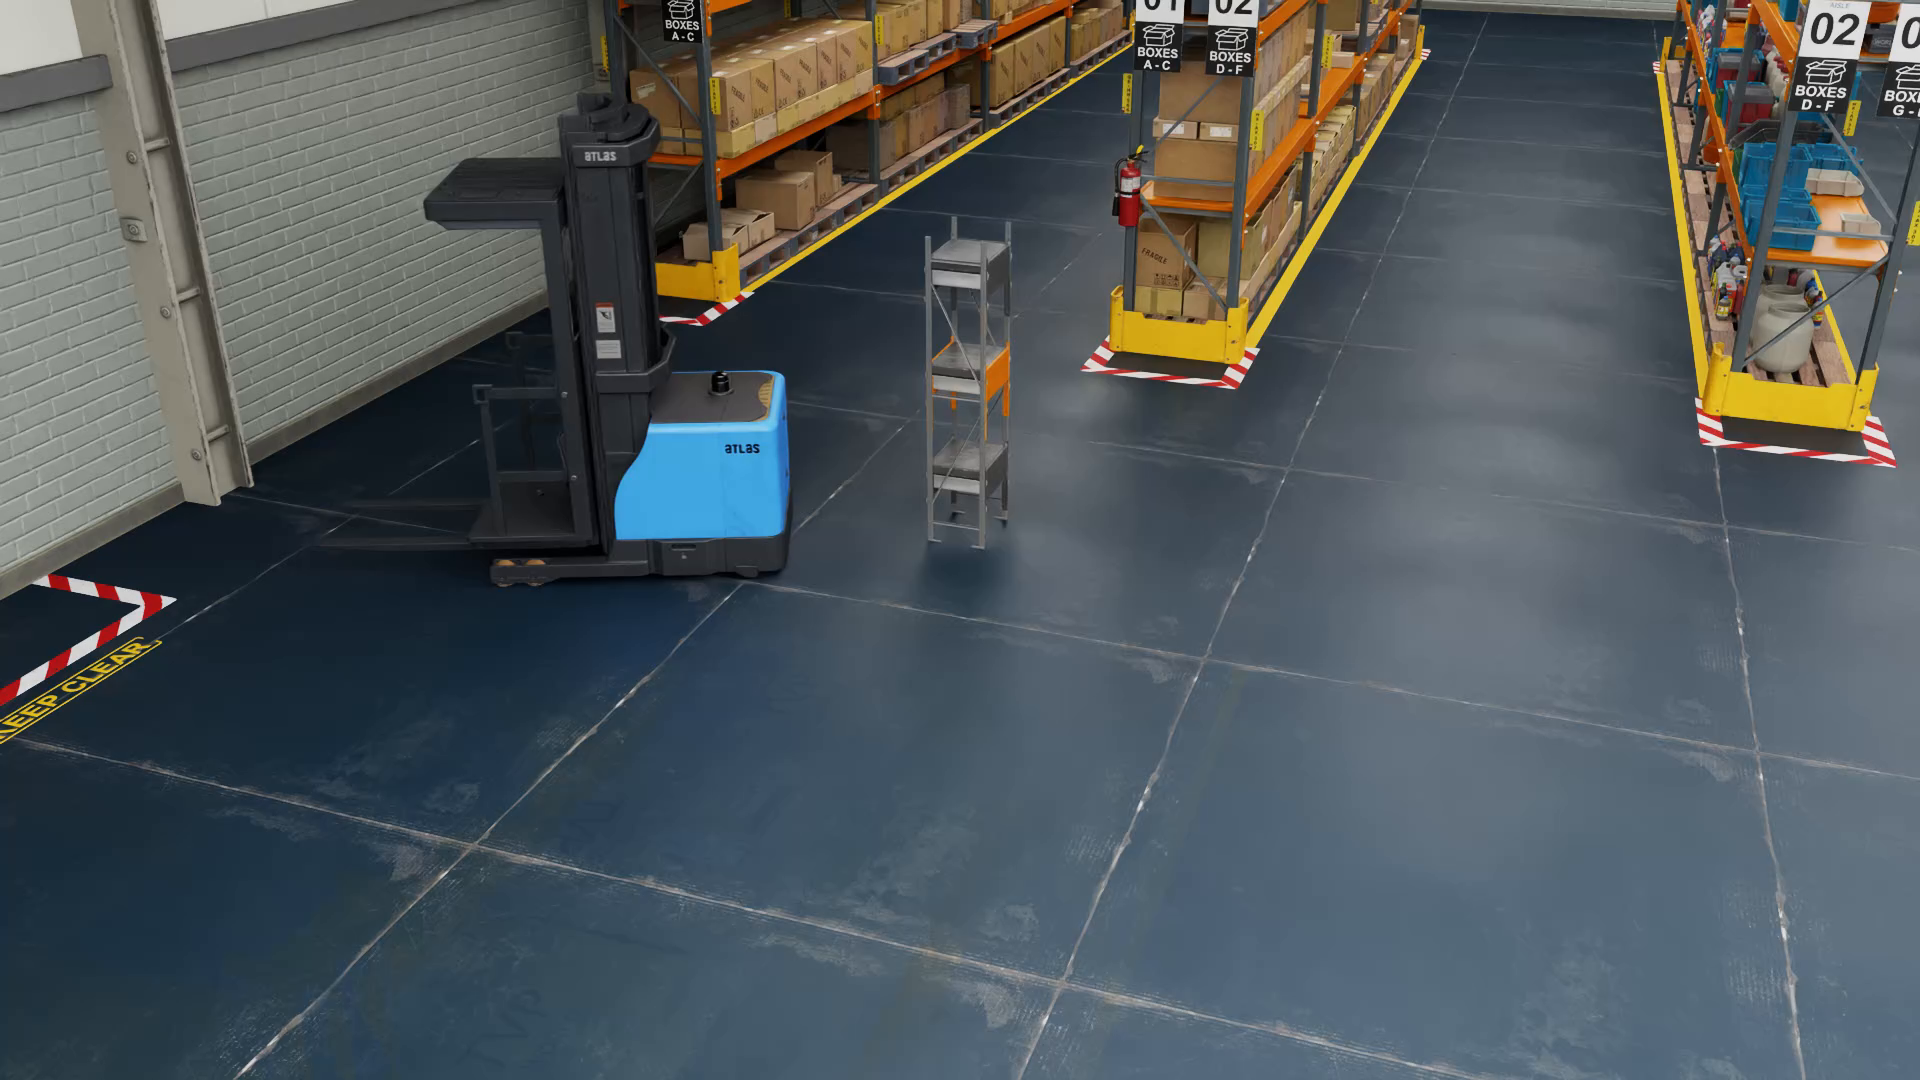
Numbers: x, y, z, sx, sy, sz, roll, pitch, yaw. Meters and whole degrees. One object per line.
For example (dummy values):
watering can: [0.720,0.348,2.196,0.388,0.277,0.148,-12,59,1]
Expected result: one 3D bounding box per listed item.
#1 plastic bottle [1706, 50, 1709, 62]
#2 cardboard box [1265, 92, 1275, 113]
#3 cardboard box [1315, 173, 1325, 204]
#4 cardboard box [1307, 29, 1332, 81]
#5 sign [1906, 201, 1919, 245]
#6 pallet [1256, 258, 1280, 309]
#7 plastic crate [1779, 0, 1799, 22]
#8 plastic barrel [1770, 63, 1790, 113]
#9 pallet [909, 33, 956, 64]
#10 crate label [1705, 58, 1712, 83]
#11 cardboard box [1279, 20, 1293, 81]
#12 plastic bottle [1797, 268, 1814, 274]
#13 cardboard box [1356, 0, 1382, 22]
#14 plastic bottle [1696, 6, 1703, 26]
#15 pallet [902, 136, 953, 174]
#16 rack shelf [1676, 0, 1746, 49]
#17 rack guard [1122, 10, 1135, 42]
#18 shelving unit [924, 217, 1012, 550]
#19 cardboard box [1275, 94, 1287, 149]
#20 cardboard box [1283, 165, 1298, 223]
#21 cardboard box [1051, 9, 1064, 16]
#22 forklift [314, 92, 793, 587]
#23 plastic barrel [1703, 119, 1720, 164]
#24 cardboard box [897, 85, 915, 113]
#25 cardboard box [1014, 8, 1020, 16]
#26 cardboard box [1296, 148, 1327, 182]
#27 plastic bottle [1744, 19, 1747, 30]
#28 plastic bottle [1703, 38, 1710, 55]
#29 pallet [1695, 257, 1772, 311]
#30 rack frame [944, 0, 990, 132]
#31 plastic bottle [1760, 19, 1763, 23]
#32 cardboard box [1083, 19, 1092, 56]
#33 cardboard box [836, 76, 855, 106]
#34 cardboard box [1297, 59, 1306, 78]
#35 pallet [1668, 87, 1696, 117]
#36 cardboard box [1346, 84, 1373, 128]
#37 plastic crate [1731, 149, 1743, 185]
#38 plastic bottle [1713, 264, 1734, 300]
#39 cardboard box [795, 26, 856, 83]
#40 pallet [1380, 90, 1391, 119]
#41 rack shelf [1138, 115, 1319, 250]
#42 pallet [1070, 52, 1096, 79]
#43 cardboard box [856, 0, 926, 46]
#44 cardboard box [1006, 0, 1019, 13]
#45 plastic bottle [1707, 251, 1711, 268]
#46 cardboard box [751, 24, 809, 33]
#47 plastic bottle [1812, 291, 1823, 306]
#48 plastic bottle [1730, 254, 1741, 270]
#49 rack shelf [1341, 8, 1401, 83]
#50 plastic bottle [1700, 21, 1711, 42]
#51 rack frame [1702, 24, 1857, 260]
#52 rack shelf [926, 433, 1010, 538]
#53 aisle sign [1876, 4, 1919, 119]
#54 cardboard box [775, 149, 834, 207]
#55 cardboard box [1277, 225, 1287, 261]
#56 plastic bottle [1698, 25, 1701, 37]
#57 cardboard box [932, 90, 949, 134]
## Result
plastic bottle: [9.117,-5.874,20.169,0.097,0.201,0.097,0,26,0]
cardboard box: [2.680,-4.025,15.262,0.380,0.149,0.250,8,27,17]
cardboard box: [3.790,-3.963,18.667,0.500,0.250,0.500,9,27,19]
cardboard box: [4.039,-5.669,19.402,0.500,0.500,0.500,7,27,15]
sign: [7.107,-2.352,12.347,0.100,0.325,0.005,9,27,17]
pallet: [2.543,-2.593,16.364,1.003,0.211,1.213,9,27,17]
plastic crate: [6.940,-4.479,13.634,0.392,0.384,0.575,9,27,17]
plastic barrel: [8.690,-4.676,17.310,0.433,0.535,0.433,0,26,0]
pallet: [-0.711,-6.127,20.683,1.003,0.211,1.213,9,27,17]
crate label: [8.758,-5.402,19.157,0.303,0.233,0.416,9,27,17]
cardboard box: [2.775,-4.704,15.921,0.700,0.500,0.500,9,27,17]
plastic bottle: [7.807,-2.440,15.382,0.144,0.351,0.185,9,27,17]
cardboard box: [5.170,-7.173,22.027,0.700,0.500,0.500,14,29,27]
plastic bottle: [10.059,-7.099,22.603,0.061,0.283,0.133,9,27,17]
pallet: [-0.759,-4.957,21.246,1.003,0.211,1.213,9,27,17]
rack shelf: [11.249,-7.738,24.615,1.077,0.370,4.000,9,27,17]
rack guard: [2.580,-9.205,29.688,1.175,0.500,0.348,9,27,17]
shelving unit: [0.055,-1.013,10.933,0.431,2.100,0.503,9,27,17]
cardboard box: [2.769,-4.111,16.183,0.700,0.500,0.500,9,27,18]
cardboard box: [3.126,-3.535,16.922,0.500,0.500,0.500,9,27,17]
cardboard box: [1.611,-8.619,27.252,0.380,0.149,0.250,8,27,16]
forklift: [-2.652,-1.257,10.483,3.031,2.935,1.130,-1,26,-2]
plastic barrel: [9.399,-5.012,20.168,0.600,0.830,0.708,9,27,17]
cardboard box: [-0.879,-5.500,20.671,0.500,0.250,0.500,8,27,16]
cardboard box: [0.639,-7.563,23.694,0.380,0.149,0.250,9,27,18]
cardboard box: [3.795,-4.215,18.543,0.500,0.311,0.500,8,27,17]
plastic bottle: [10.633,-6.952,22.394,0.097,0.201,0.097,0,26,0]
plastic bottle: [9.343,-6.154,20.747,0.097,0.201,0.097,0,26,0]
pallet: [7.658,-2.427,16.021,1.003,0.211,1.213,9,27,17]
rack frame: [-0.090,-7.033,22.333,1.000,3.000,0.127,9,27,17]
plastic bottle: [10.524,-6.717,21.737,0.144,0.351,0.185,9,27,17]
cardboard box: [1.757,-8.239,27.211,0.700,0.500,0.500,8,27,17]
cardboard box: [-1.467,-4.888,18.053,0.500,0.250,0.500,9,27,18]
cardboard box: [3.278,-4.765,16.790,0.380,0.149,0.250,8,27,16]
pallet: [10.791,-6.293,24.004,1.003,0.211,1.213,9,27,17]
cardboard box: [5.172,-5.750,22.048,0.500,0.500,0.500,8,27,16]
plastic crate: [7.203,-3.340,14.949,0.450,0.188,0.662,9,27,17]
plastic bottle: [6.995,-2.358,15.213,0.144,0.351,0.185,10,28,20]
cardboard box: [-1.448,-5.223,17.884,0.500,0.500,0.500,9,27,17]
pallet: [5.678,-6.365,24.154,1.003,0.211,1.213,9,27,17]
rack shelf: [2.586,-3.526,15.917,1.077,0.370,4.000,9,27,17]
pallet: [1.568,-7.723,26.958,1.003,0.211,1.213,9,27,17]
cardboard box: [-0.838,-6.340,20.283,0.700,0.500,0.500,13,29,24]
cardboard box: [0.496,-7.597,23.020,0.500,0.500,0.500,10,27,19]
plastic bottle: [7.334,-2.740,16.173,0.097,0.201,0.097,0,26,0]
cardboard box: [-1.951,-5.293,18.029,0.500,0.500,0.500,9,27,17]
plastic bottle: [7.580,-2.074,14.704,0.061,0.283,0.133,9,27,18]
plastic bottle: [7.327,-2.574,15.750,0.097,0.271,0.097,0,26,0]
rack shelf: [5.248,-6.814,22.707,1.077,0.370,4.000,9,27,17]
plastic bottle: [9.684,-6.573,21.526,0.152,0.276,0.135,9,27,17]
rack frame: [7.921,-3.952,15.971,1.000,3.000,0.127,9,27,17]
rack shelf: [0.055,-0.371,11.244,0.431,0.518,0.480,9,27,17]
aisle sign: [6.842,-3.407,11.861,0.394,0.787,0.004,9,27,17]
cardboard box: [-1.729,-4.030,18.494,0.500,0.500,0.500,7,27,14]
cardboard box: [2.975,-2.990,16.656,0.500,0.250,0.500,9,27,17]
plastic bottle: [9.819,-6.741,21.959,0.097,0.201,0.097,0,26,0]
cardboard box: [-0.562,-5.607,21.753,0.700,0.500,0.500,9,27,17]
